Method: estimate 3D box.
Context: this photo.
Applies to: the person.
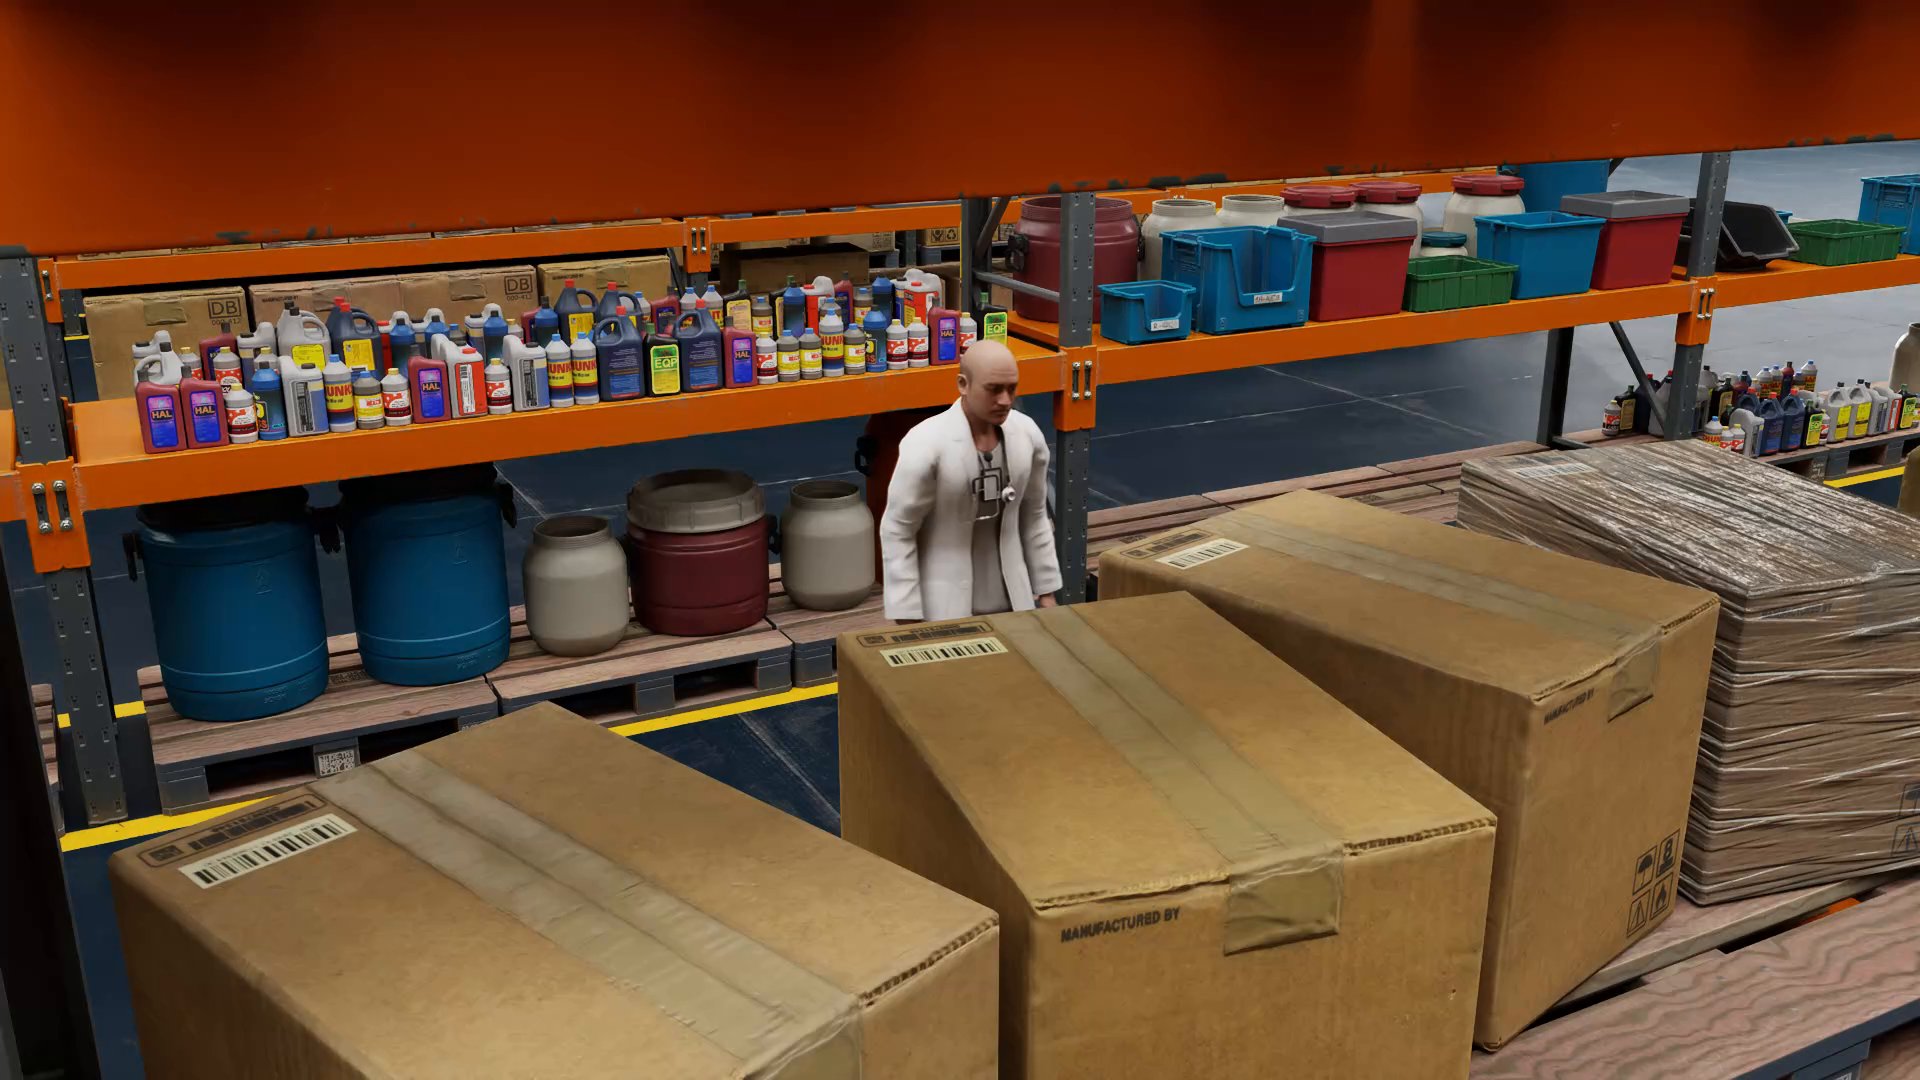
[{"bbox_3d":[0.045,0.218,5.418,0.655,1.774,0.415,-10,21,-28],"label":"person"}]
